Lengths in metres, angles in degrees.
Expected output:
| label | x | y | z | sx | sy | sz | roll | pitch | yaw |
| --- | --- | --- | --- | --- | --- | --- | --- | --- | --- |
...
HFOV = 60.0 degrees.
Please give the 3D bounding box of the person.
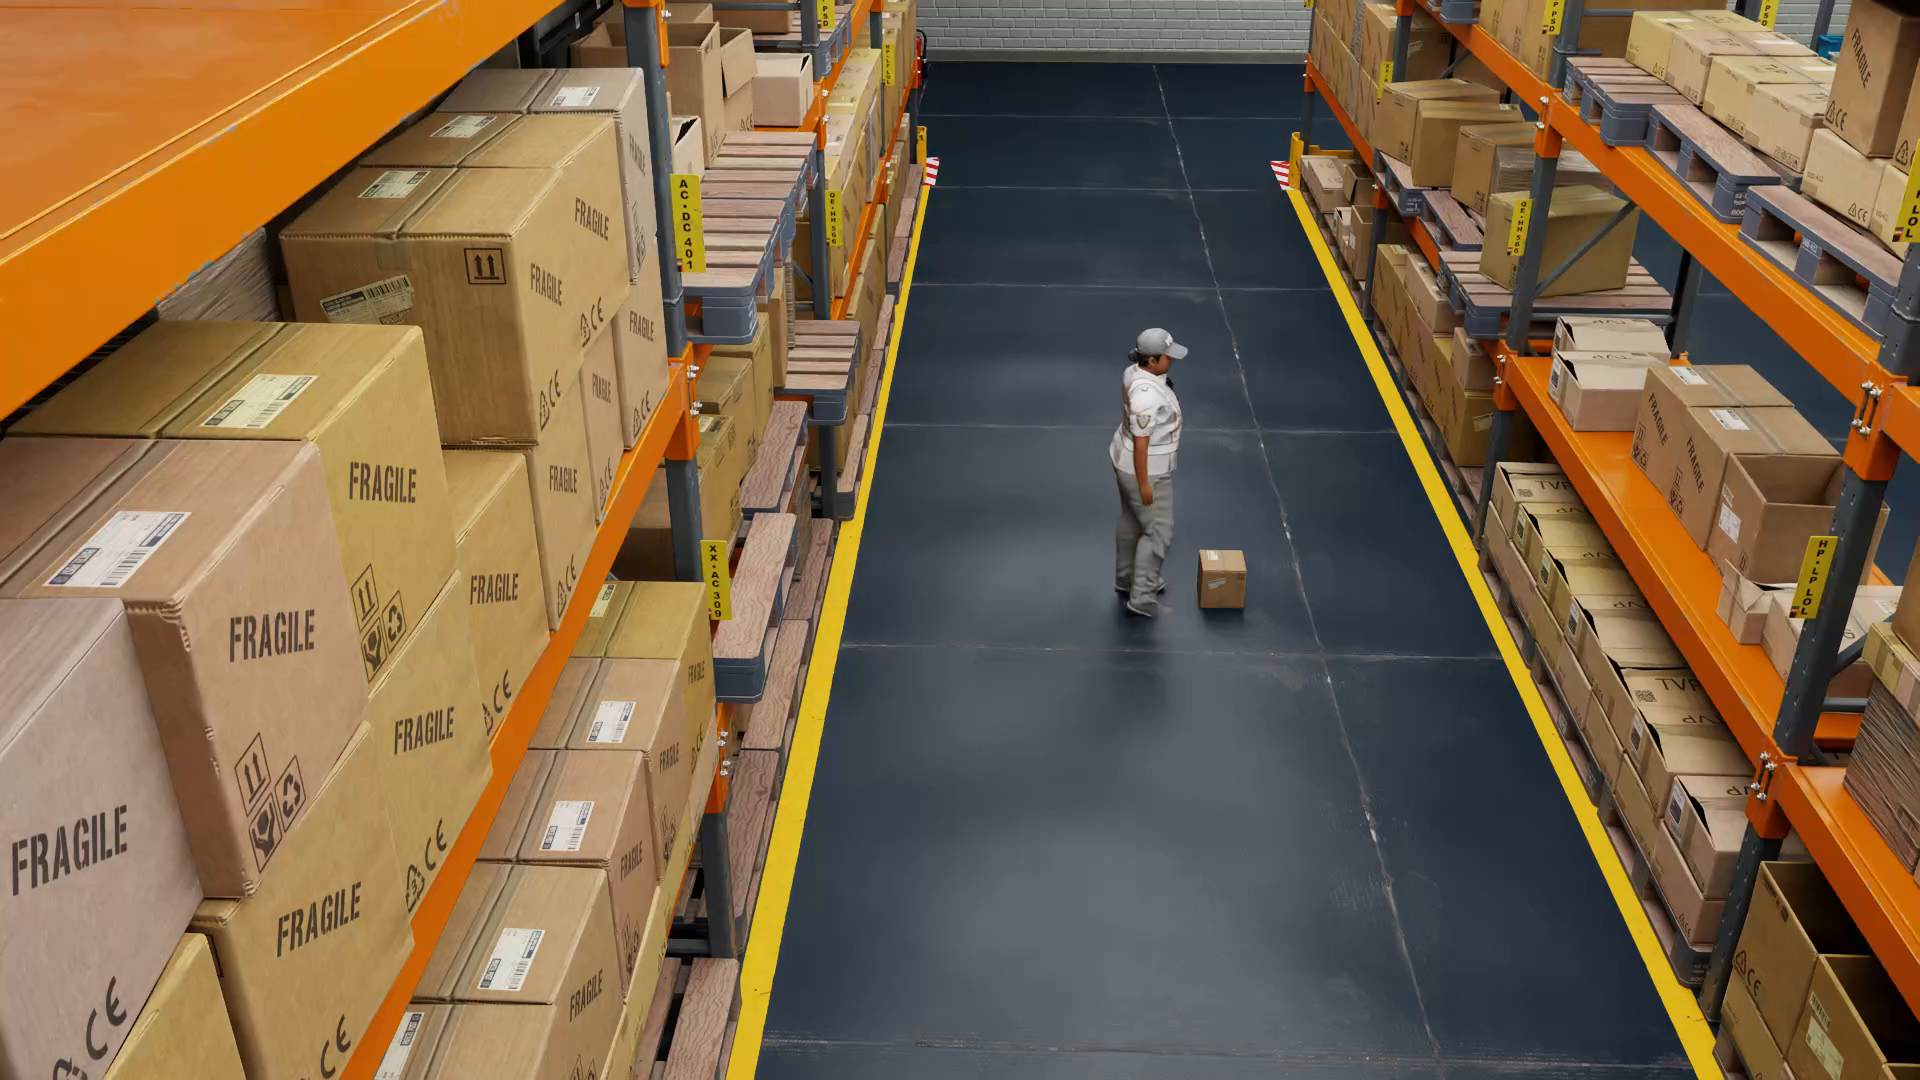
| label | x | y | z | sx | sy | sz | roll | pitch | yaw |
| --- | --- | --- | --- | --- | --- | --- | --- | --- | --- |
| person | 1.045 | -0.390 | 9.386 | 0.392 | 1.714 | 0.520 | -1 | 28 | -3 |
